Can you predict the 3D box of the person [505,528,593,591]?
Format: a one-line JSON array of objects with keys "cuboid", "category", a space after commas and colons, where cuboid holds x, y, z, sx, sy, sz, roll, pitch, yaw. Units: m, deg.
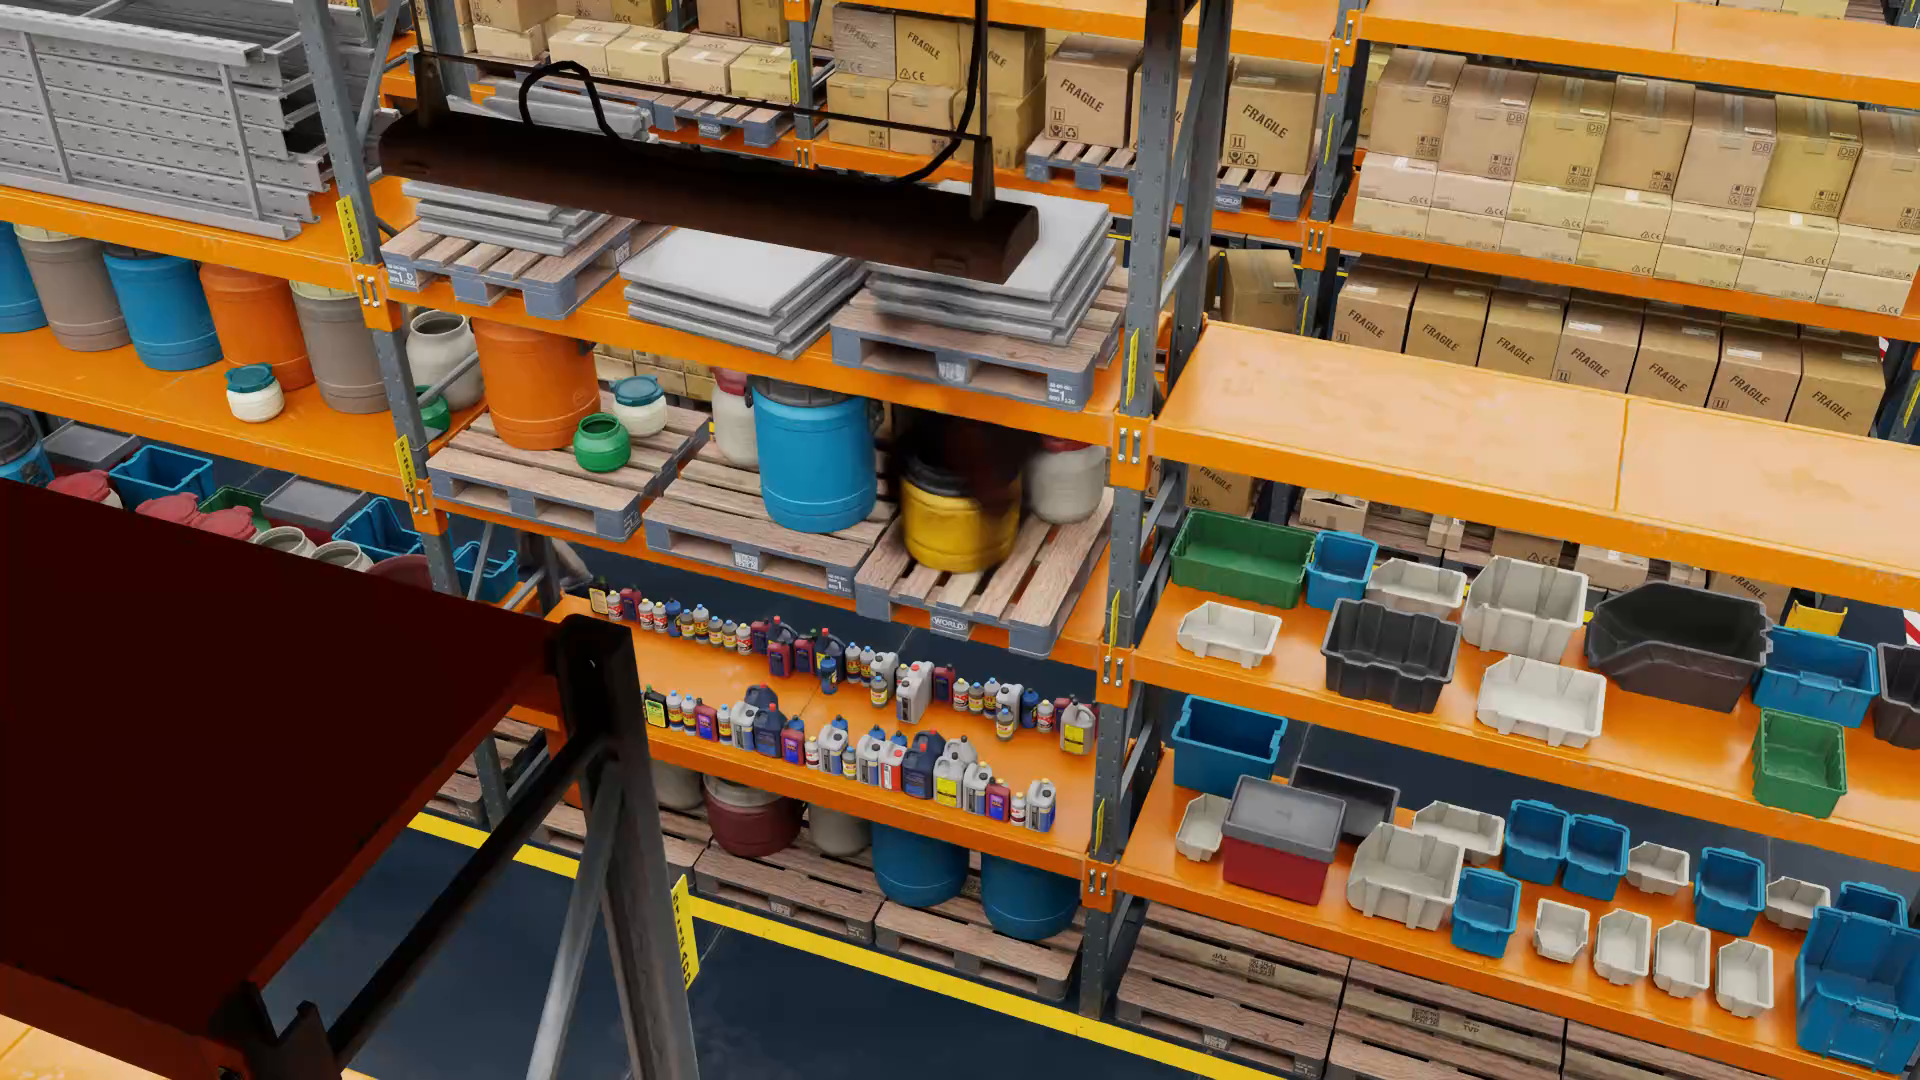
[{"cuboid": [-3.197, -0.375, 12.435, 0.885, 1.771, 0.649, 10, 38, 14], "category": "person"}]
